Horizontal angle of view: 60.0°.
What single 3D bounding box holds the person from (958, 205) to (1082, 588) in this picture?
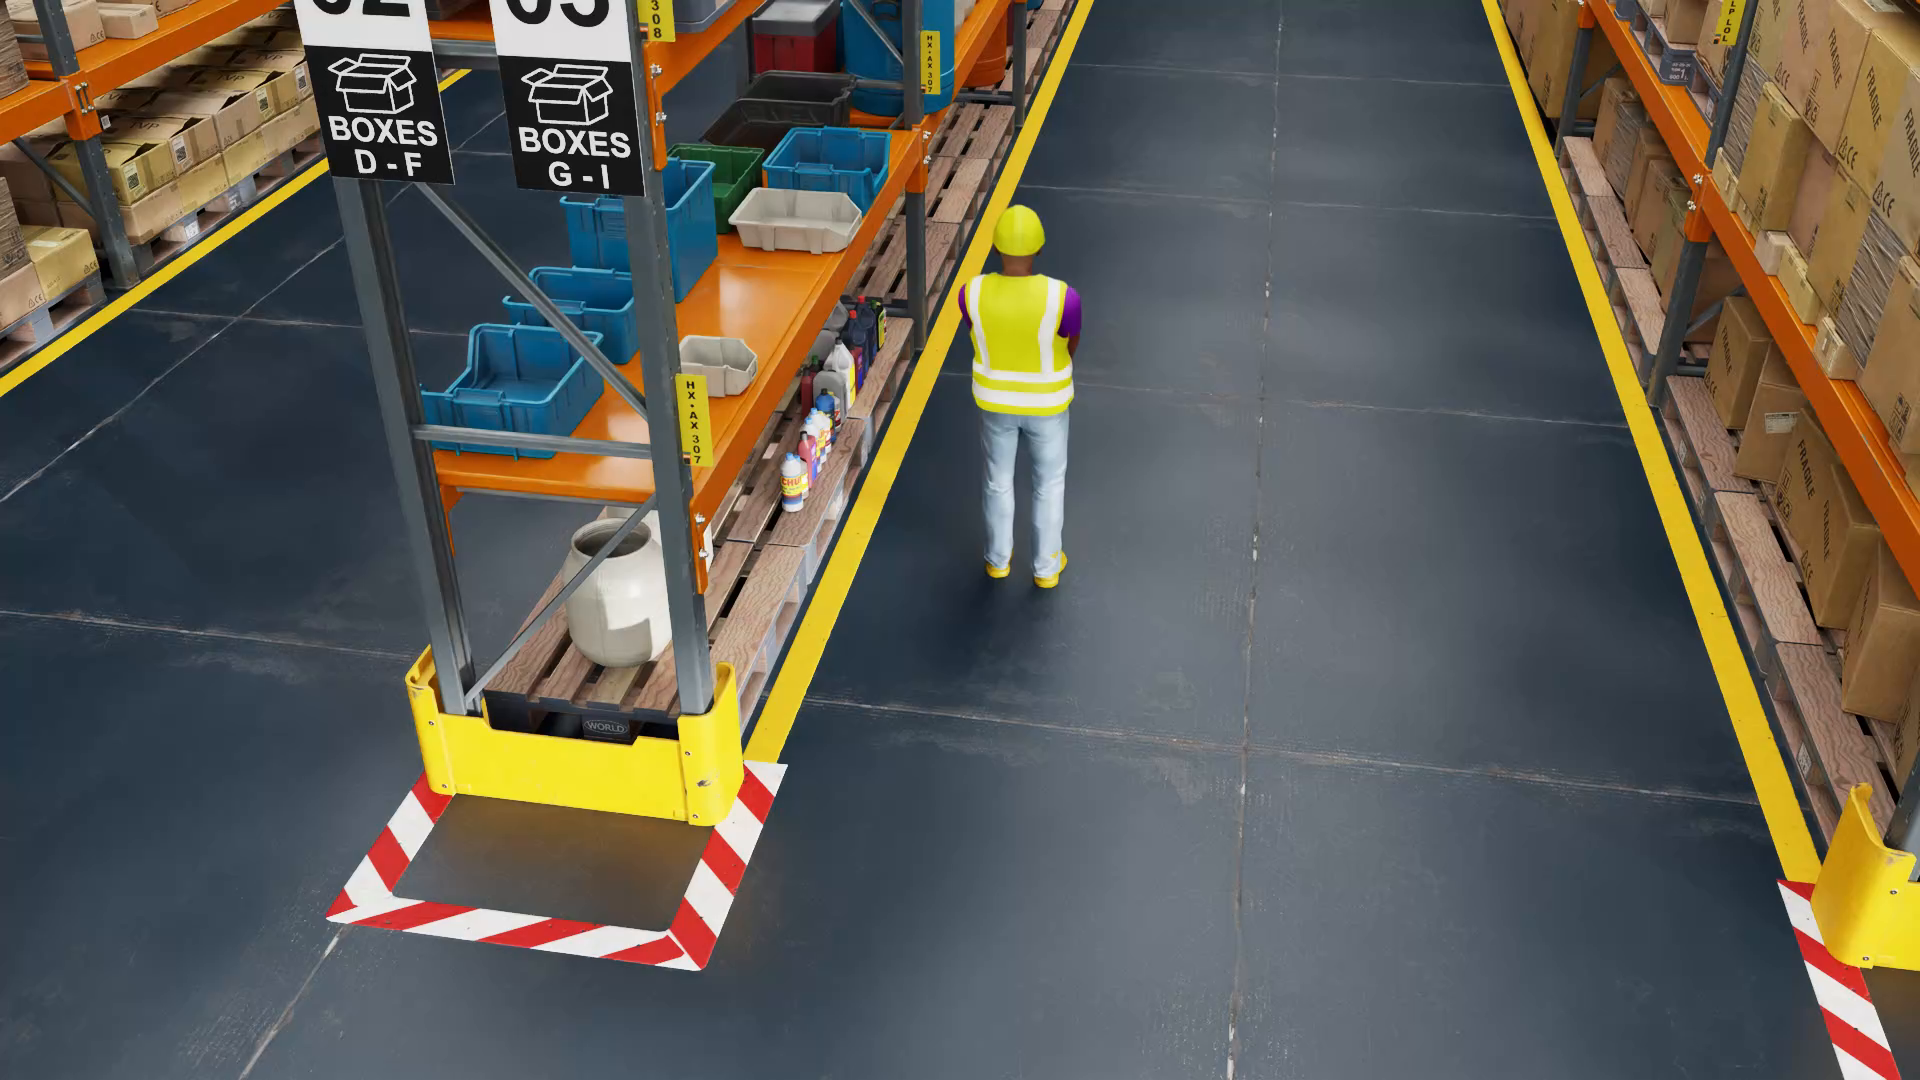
[{"bbox_3d":[0.270,-0.645,7.144,0.504,1.760,0.585,6,33,9],"label":"person"}]
